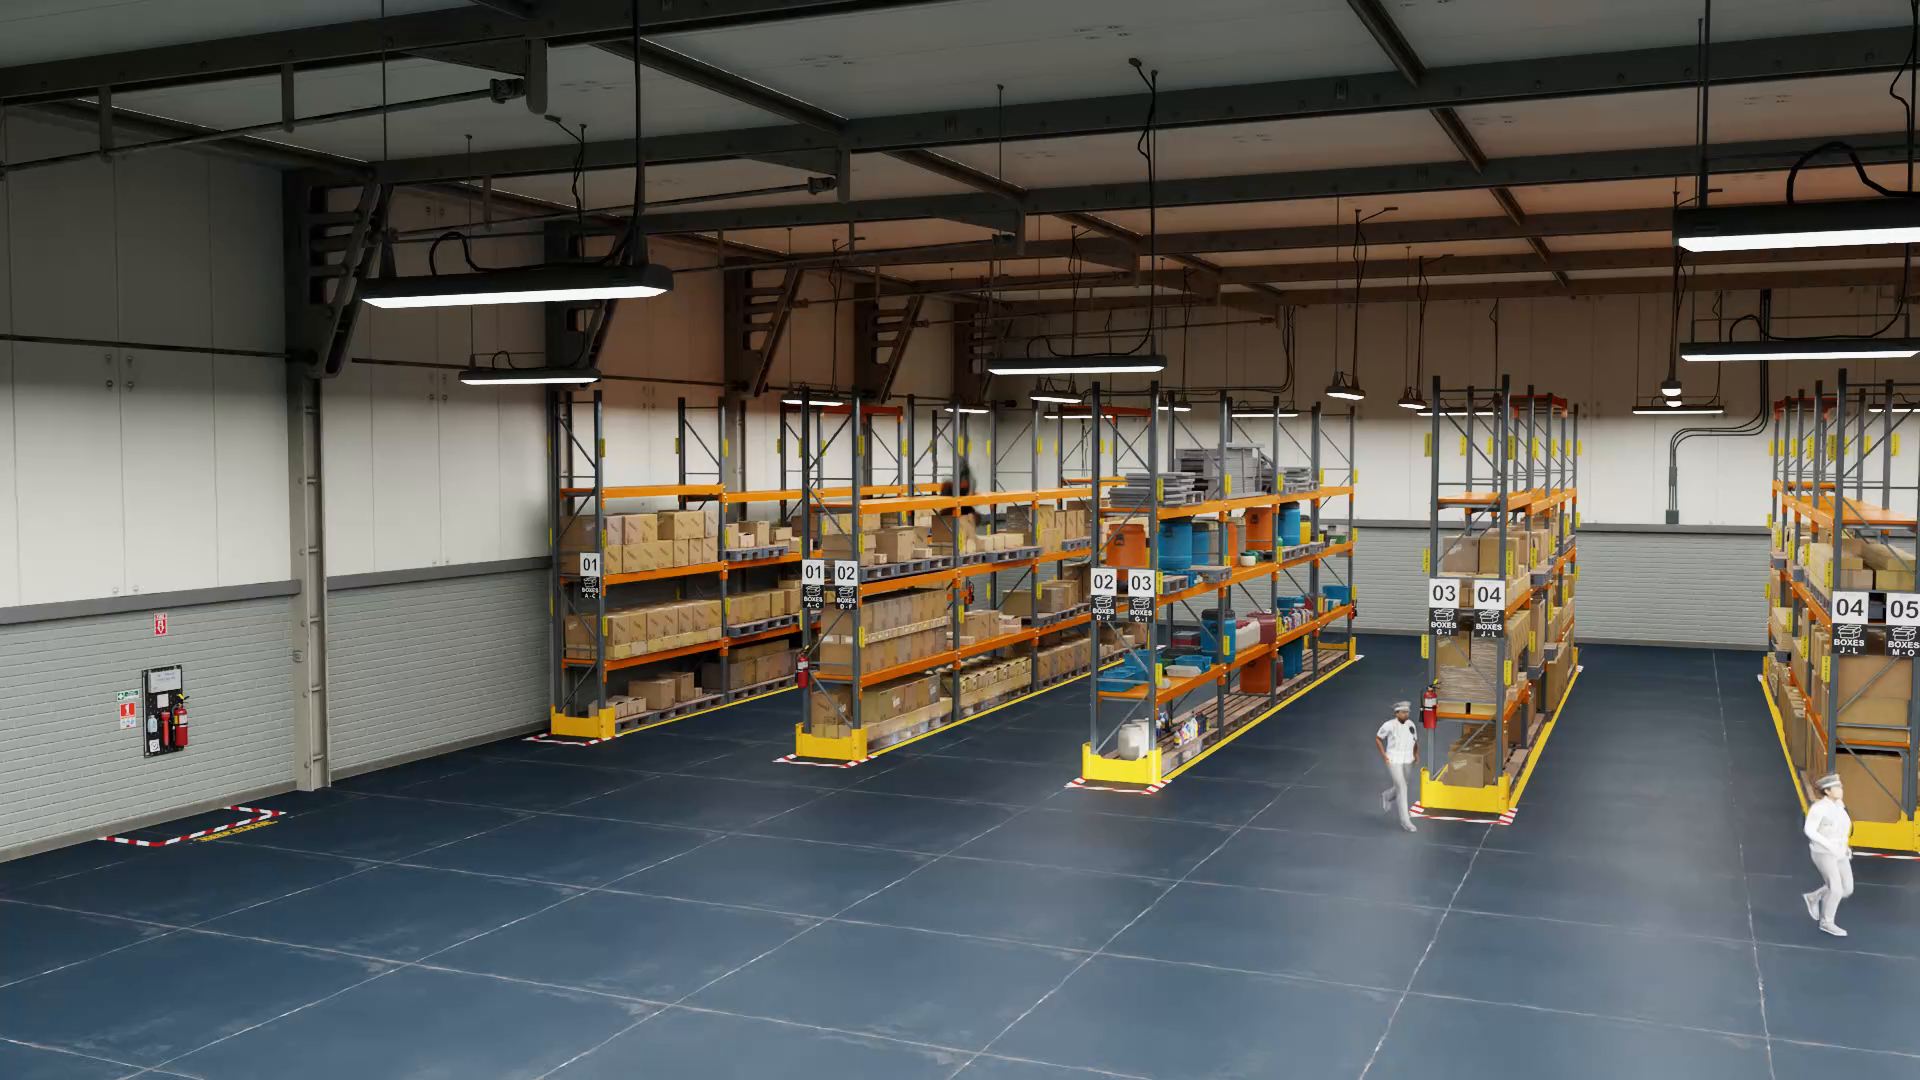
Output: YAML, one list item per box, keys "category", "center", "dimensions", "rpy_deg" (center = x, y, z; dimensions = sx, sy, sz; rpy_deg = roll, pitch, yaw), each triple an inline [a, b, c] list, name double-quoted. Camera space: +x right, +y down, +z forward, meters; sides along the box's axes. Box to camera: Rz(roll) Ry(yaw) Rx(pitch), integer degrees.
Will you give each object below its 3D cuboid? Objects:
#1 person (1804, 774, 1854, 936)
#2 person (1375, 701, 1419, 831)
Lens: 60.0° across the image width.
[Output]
- category: "person"
  center: [8.937, 3.222, 17.170]
  dimensions: [0.627, 1.663, 0.550]
  rpy_deg: [-2, 4, -30]
- category: "person"
  center: [5.816, 2.956, 22.133]
  dimensions: [0.564, 1.683, 0.879]
  rpy_deg: [-1, 3, -18]
